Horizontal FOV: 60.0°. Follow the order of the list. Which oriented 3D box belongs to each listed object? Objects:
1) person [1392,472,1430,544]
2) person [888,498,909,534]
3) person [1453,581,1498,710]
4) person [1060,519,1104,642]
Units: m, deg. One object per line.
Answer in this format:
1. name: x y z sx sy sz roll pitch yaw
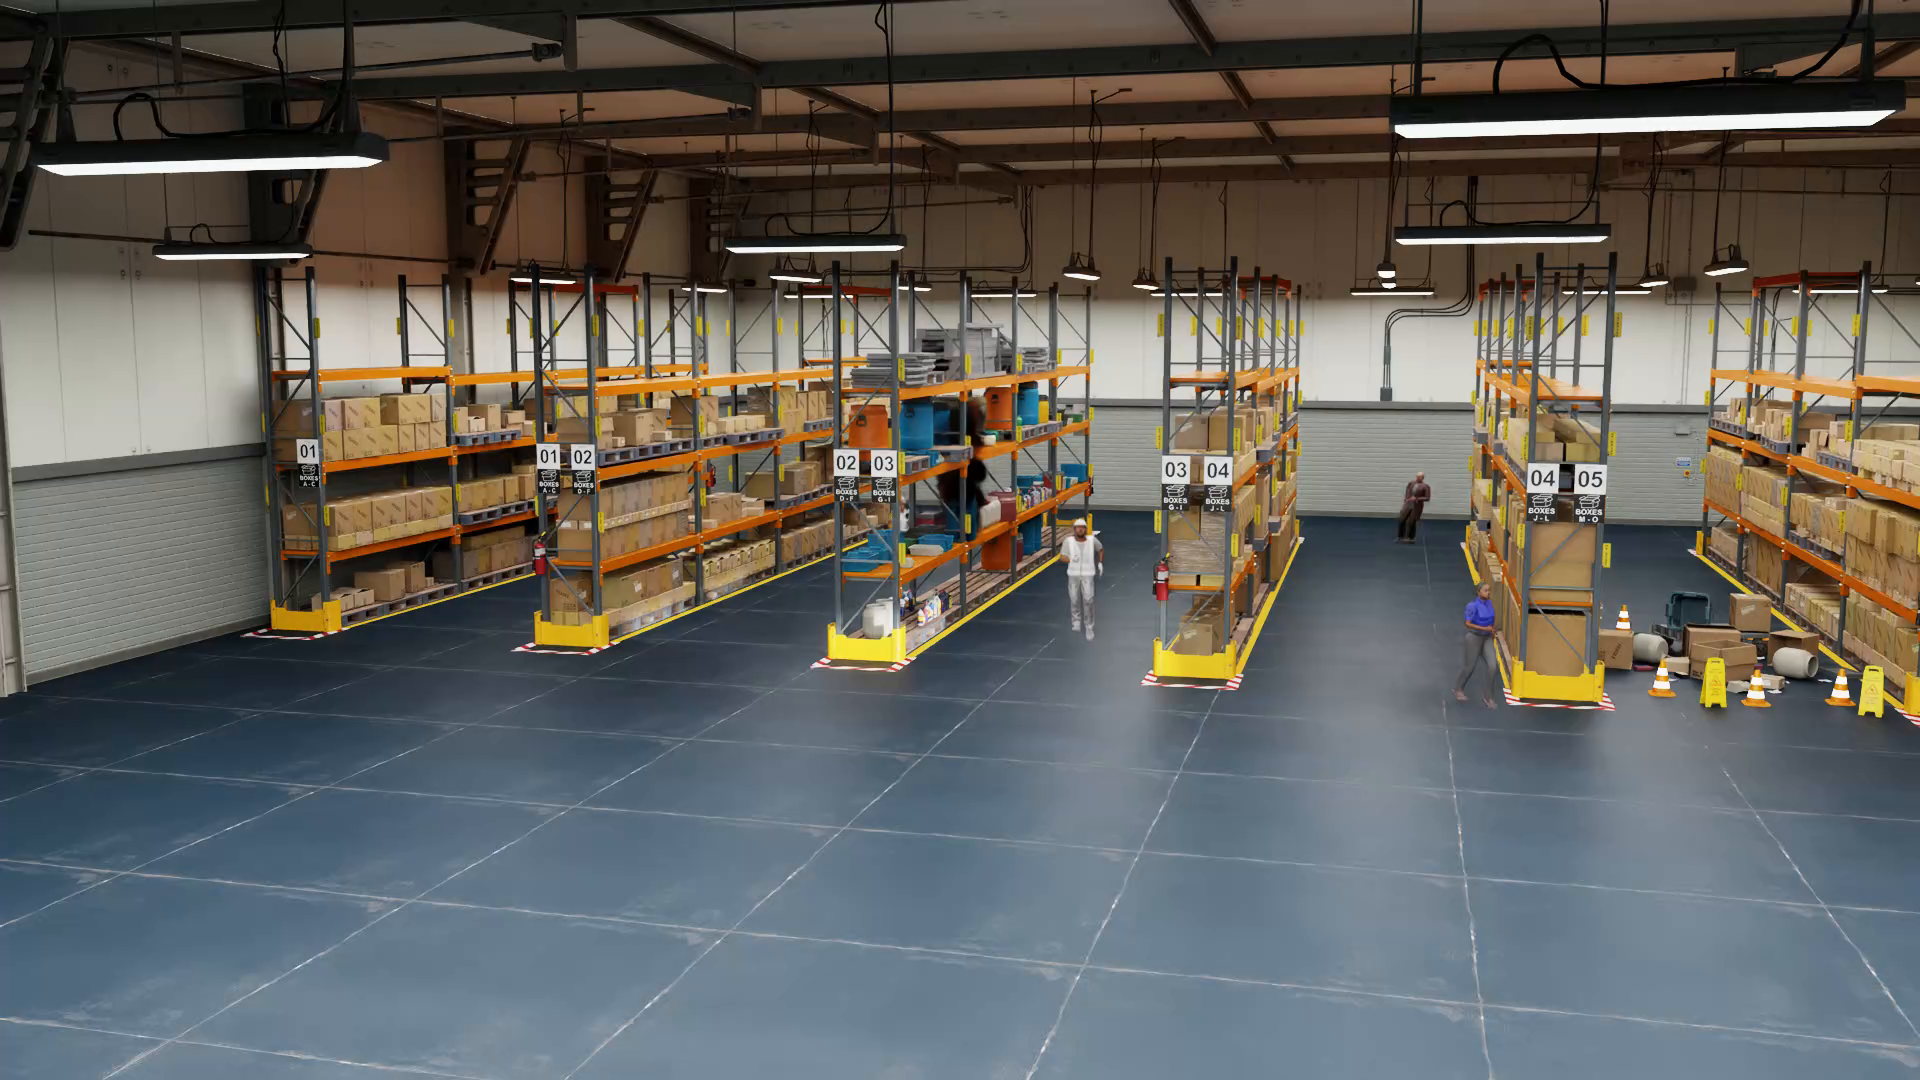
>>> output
1. person: 10.519 -0.687 38.698 0.866 1.627 0.800 4 8 30
2. person: -1.169 -0.043 33.451 0.601 1.638 0.573 1 7 11
3. person: 6.909 1.408 22.123 0.597 1.722 0.756 -3 8 -24
4. person: 1.869 0.612 25.584 0.667 1.878 0.719 1 7 6
